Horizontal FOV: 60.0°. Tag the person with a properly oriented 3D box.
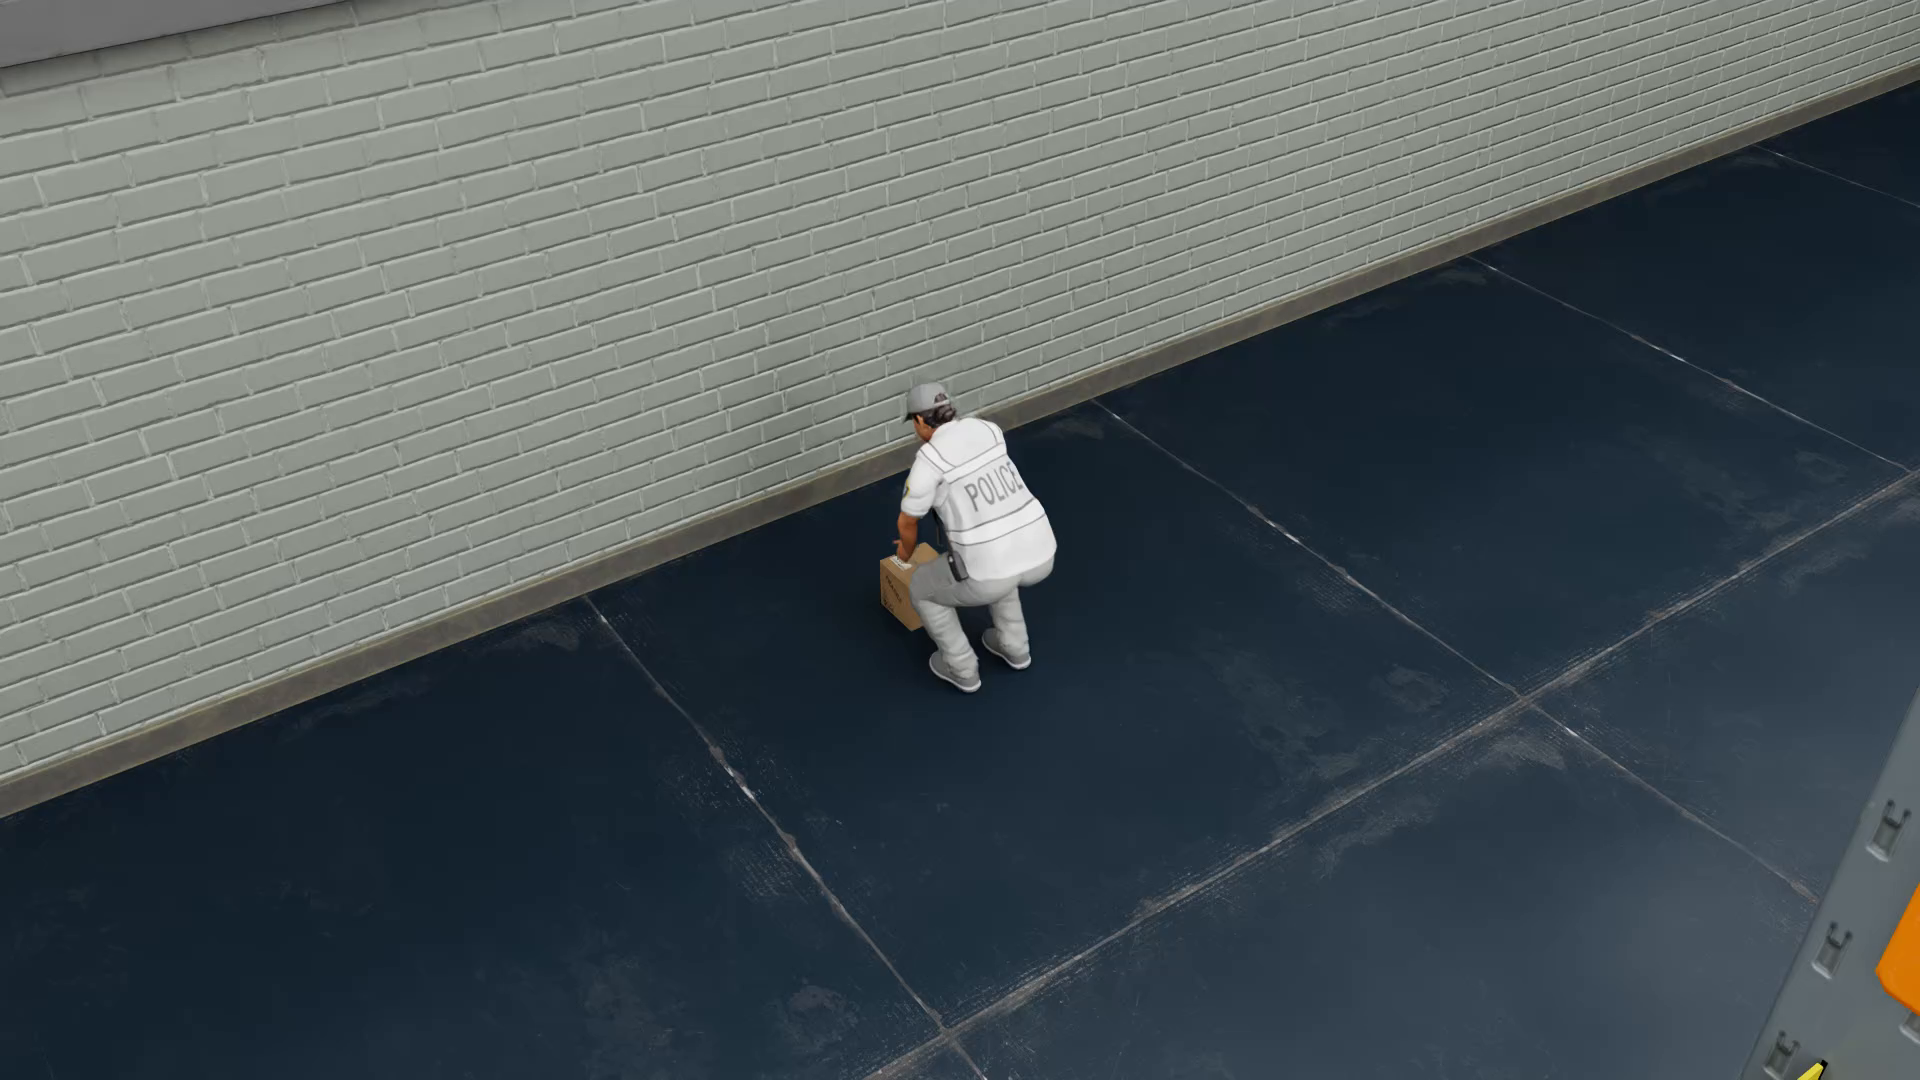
[{"bbox_3d":[0.028,0.013,6.949,0.536,1.294,0.774,-23,42,-27],"label":"person"}]
